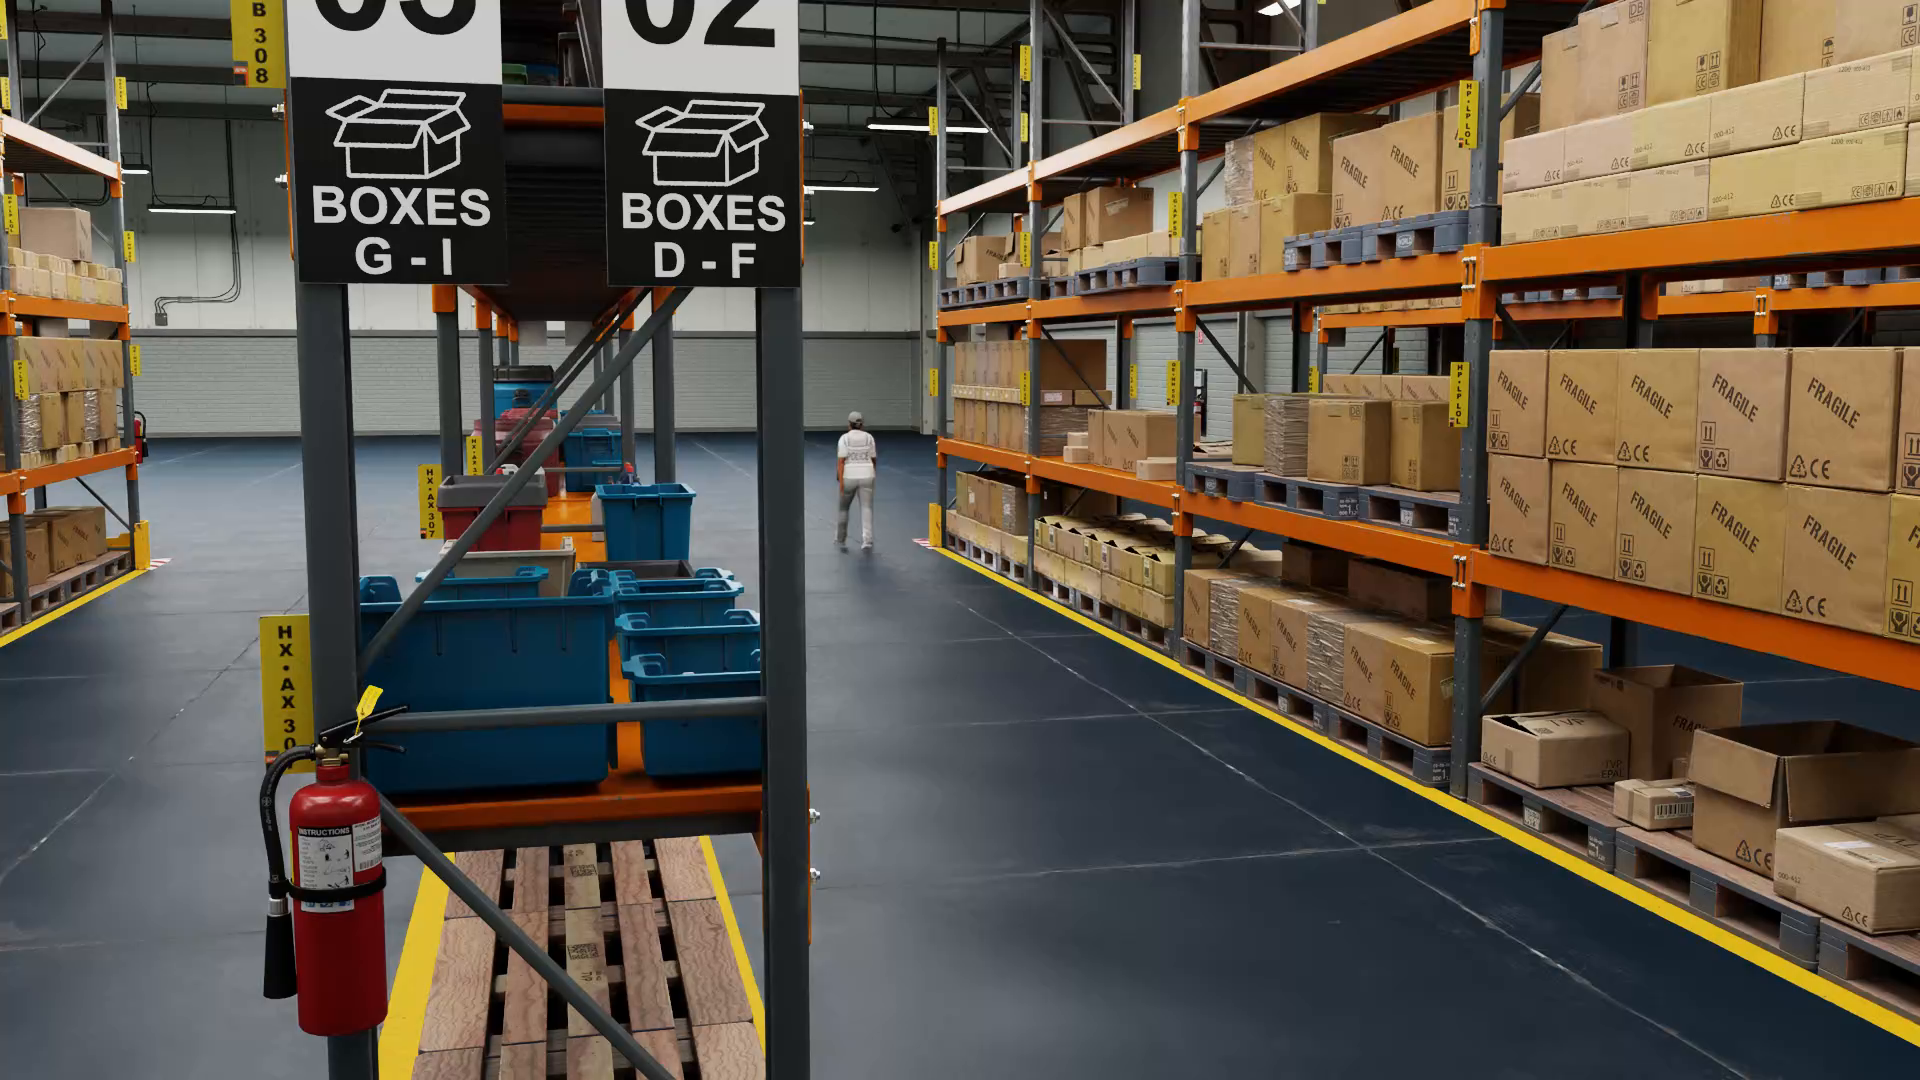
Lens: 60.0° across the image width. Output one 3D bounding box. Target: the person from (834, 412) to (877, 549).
[{"bbox_3d":[-1.225,-0.713,19.655,0.482,1.601,1.001,-1,6,-11],"label":"person"}]
